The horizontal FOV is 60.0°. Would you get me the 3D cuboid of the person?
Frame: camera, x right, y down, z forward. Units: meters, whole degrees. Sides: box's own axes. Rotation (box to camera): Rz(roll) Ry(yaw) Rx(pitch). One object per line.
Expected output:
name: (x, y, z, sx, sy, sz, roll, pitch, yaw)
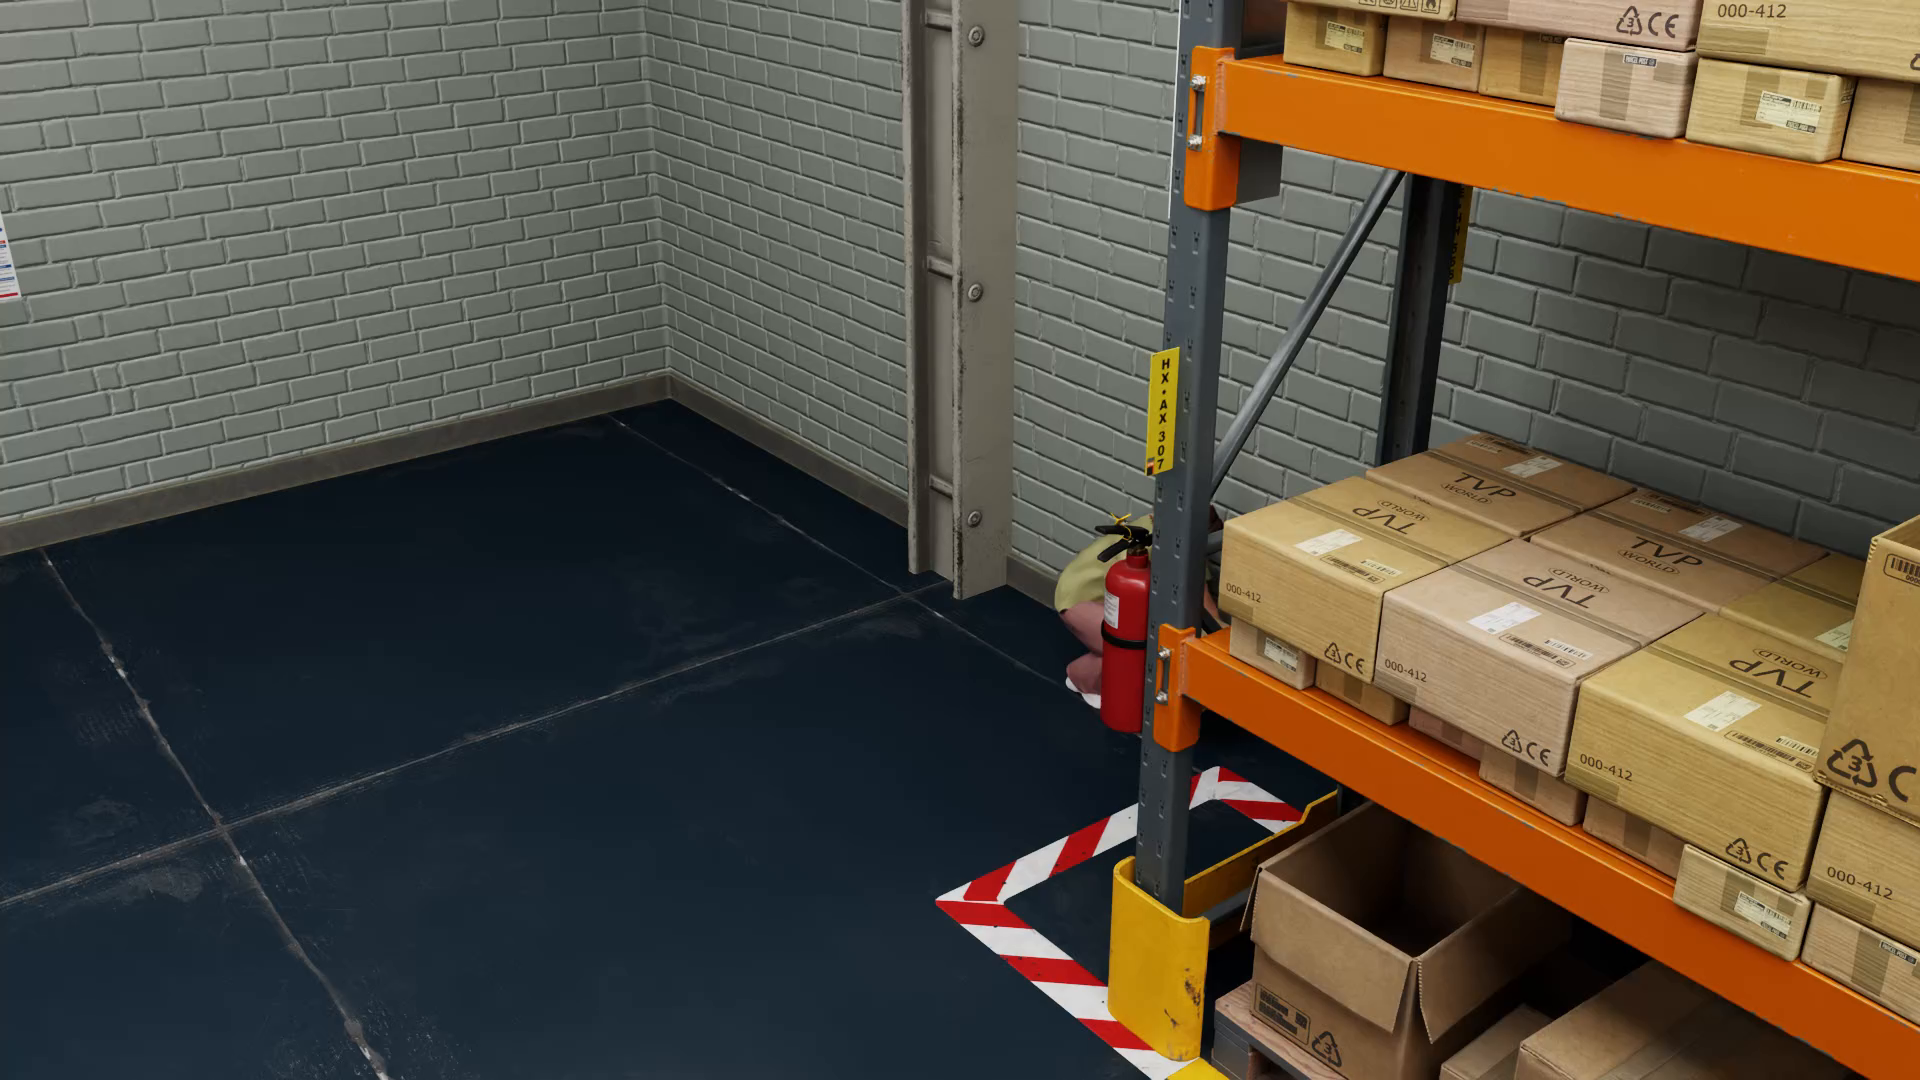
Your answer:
person: (0.728, 0.233, 6.495, 0.474, 0.937, 0.802, -19, 31, -35)
